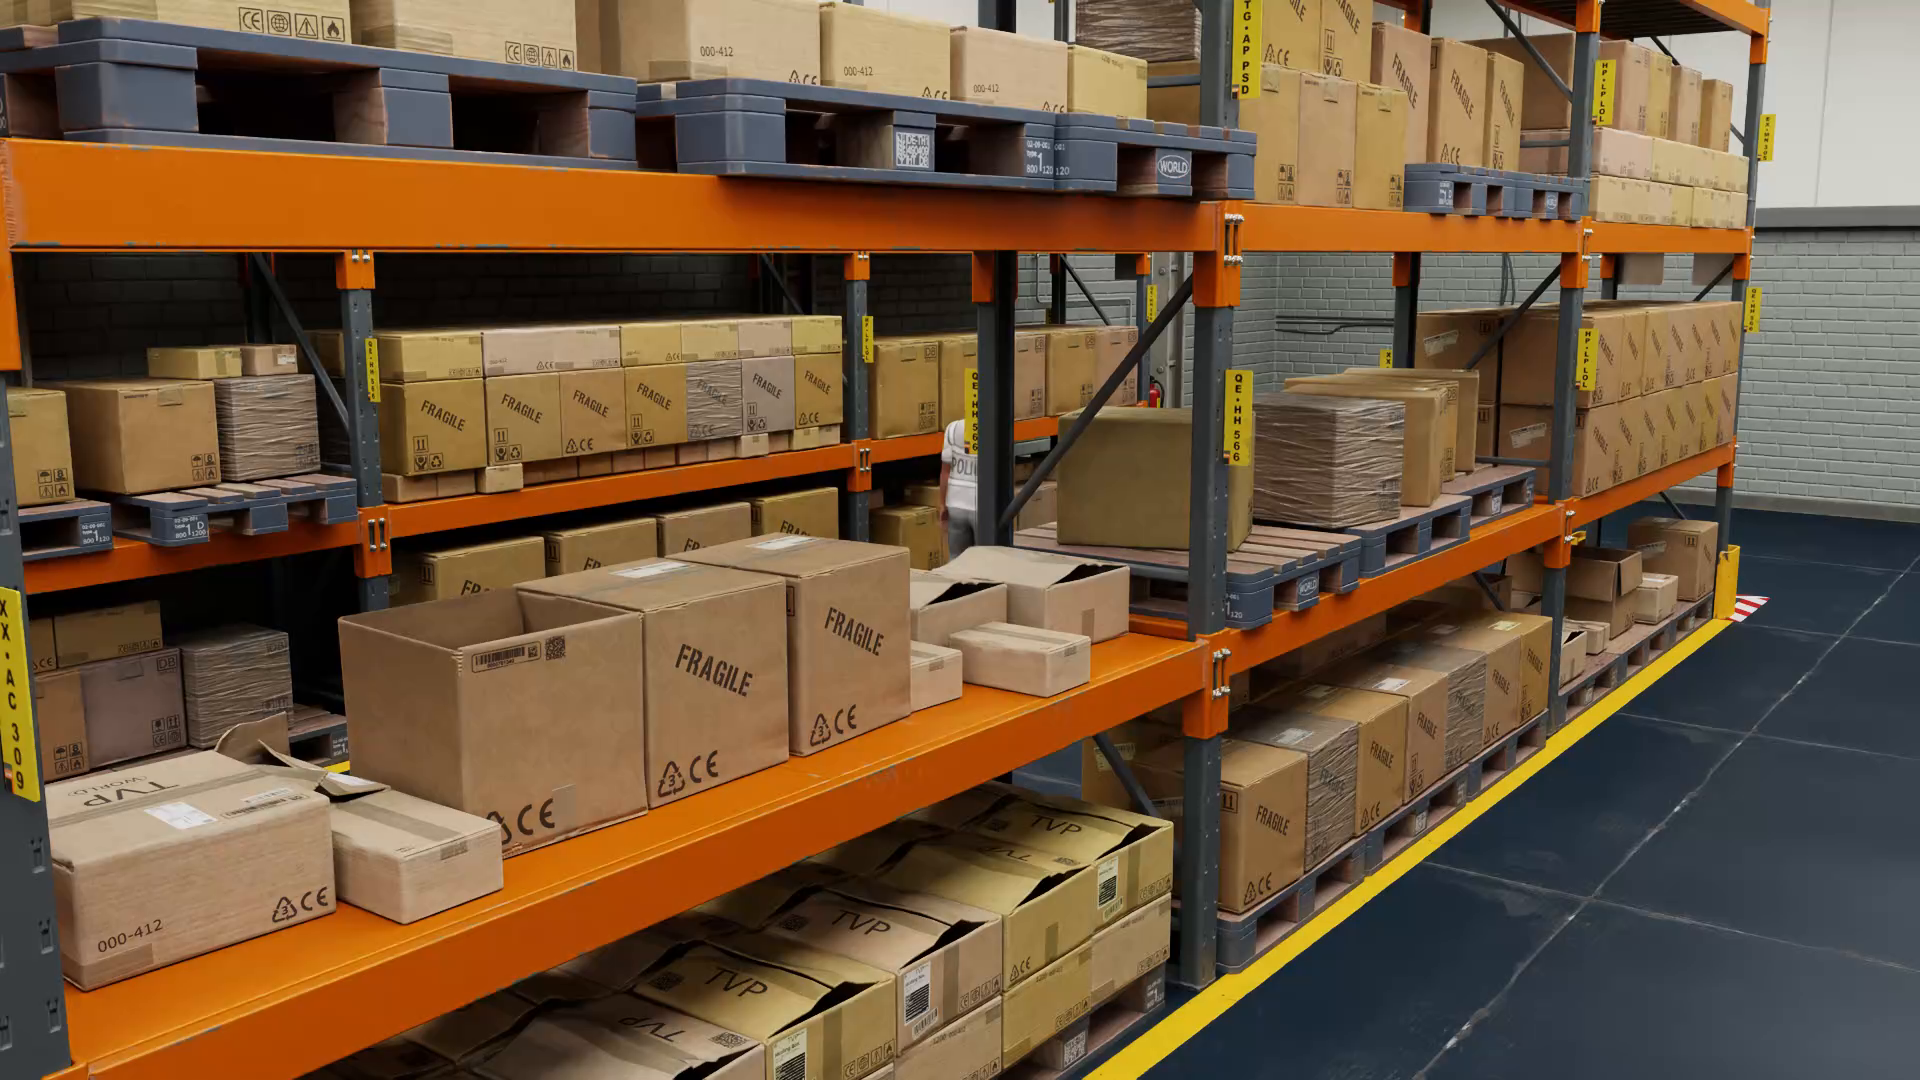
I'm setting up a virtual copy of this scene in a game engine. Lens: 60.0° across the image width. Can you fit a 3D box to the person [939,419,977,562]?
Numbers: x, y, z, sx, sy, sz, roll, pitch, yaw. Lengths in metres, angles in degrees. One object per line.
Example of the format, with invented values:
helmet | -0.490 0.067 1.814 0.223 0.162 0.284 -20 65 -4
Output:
person | 0.142 -0.178 11.482 0.619 1.800 0.515 6 11 31
